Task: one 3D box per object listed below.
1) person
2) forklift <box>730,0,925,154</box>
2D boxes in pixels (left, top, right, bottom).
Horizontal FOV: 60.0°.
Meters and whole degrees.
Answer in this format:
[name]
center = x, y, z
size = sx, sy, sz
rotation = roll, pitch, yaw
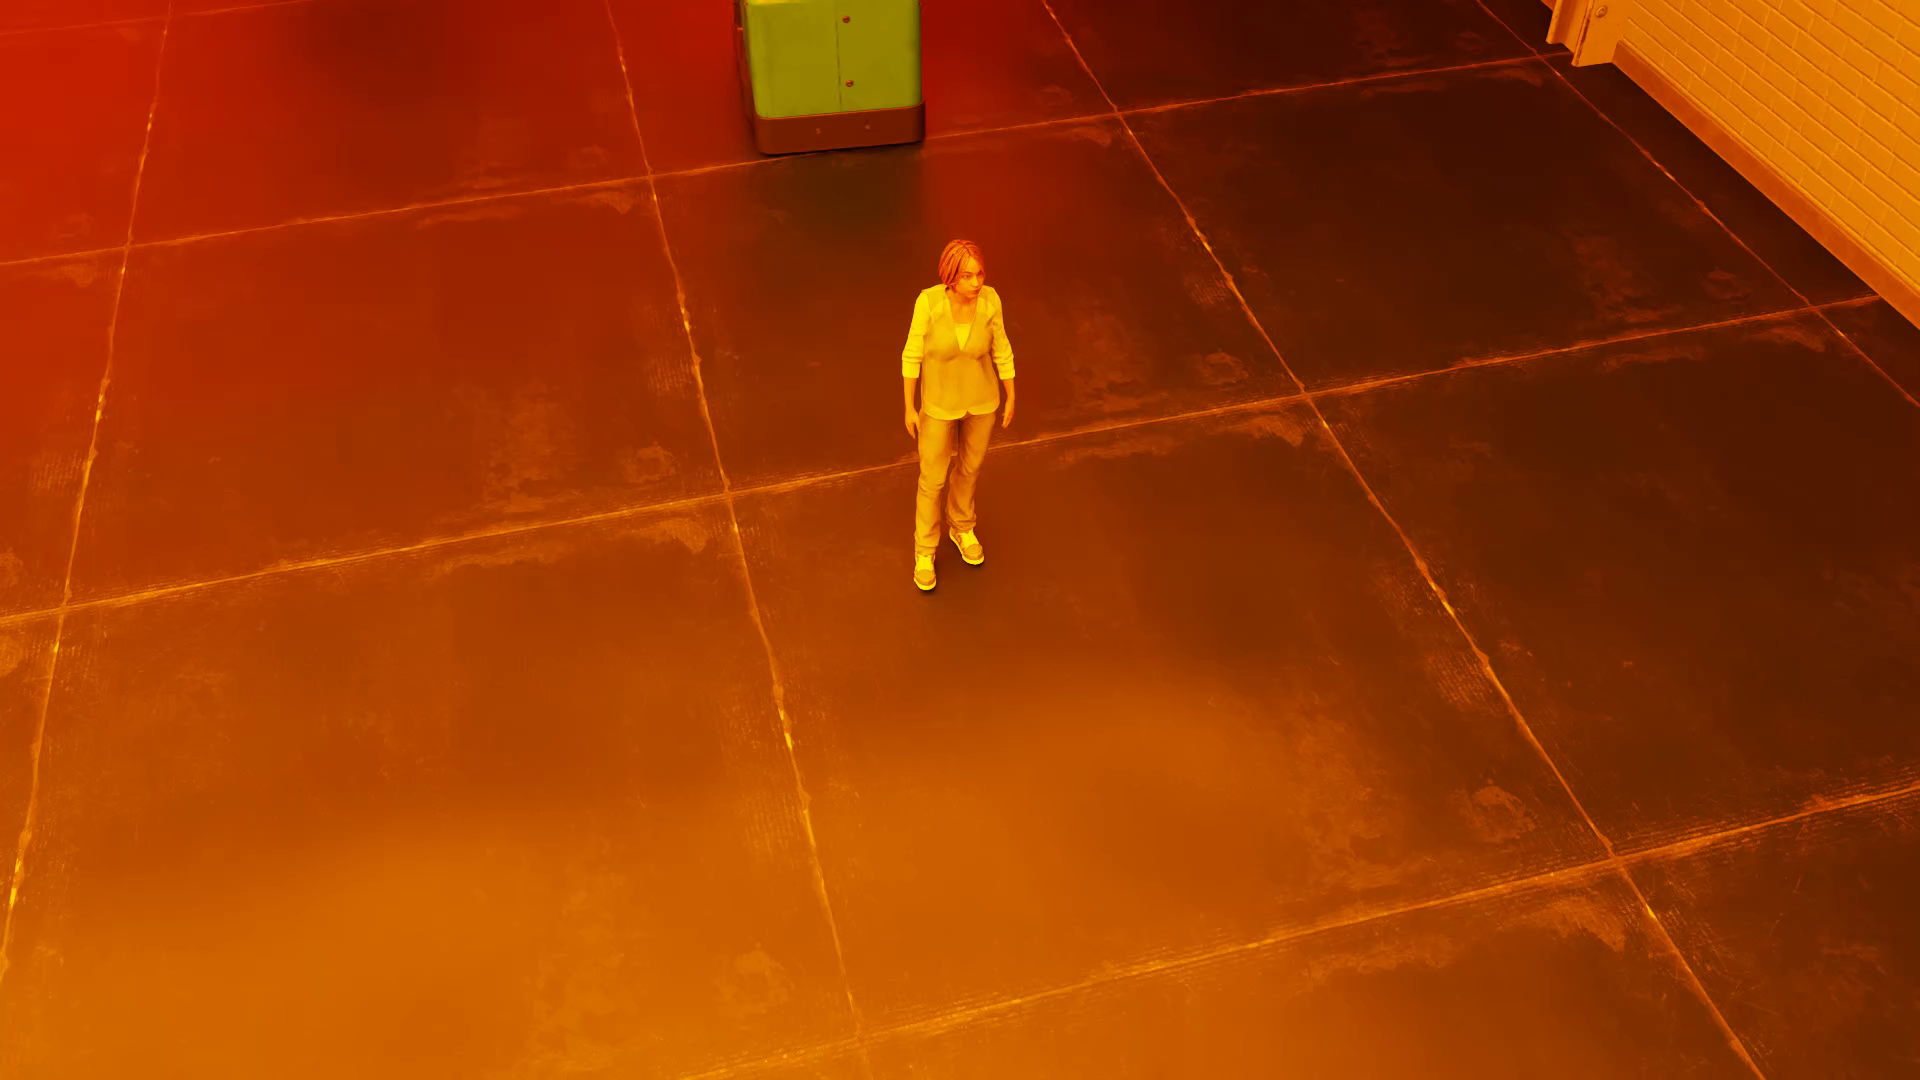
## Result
[person]
center = 0.005, -0.534, 7.171
size = 0.520, 1.597, 0.475
rotation = -10, 44, -11
[forklift]
center = -0.973, -4.444, 10.348
size = 1.130, 2.935, 3.031
rotation = -7, 44, -7
